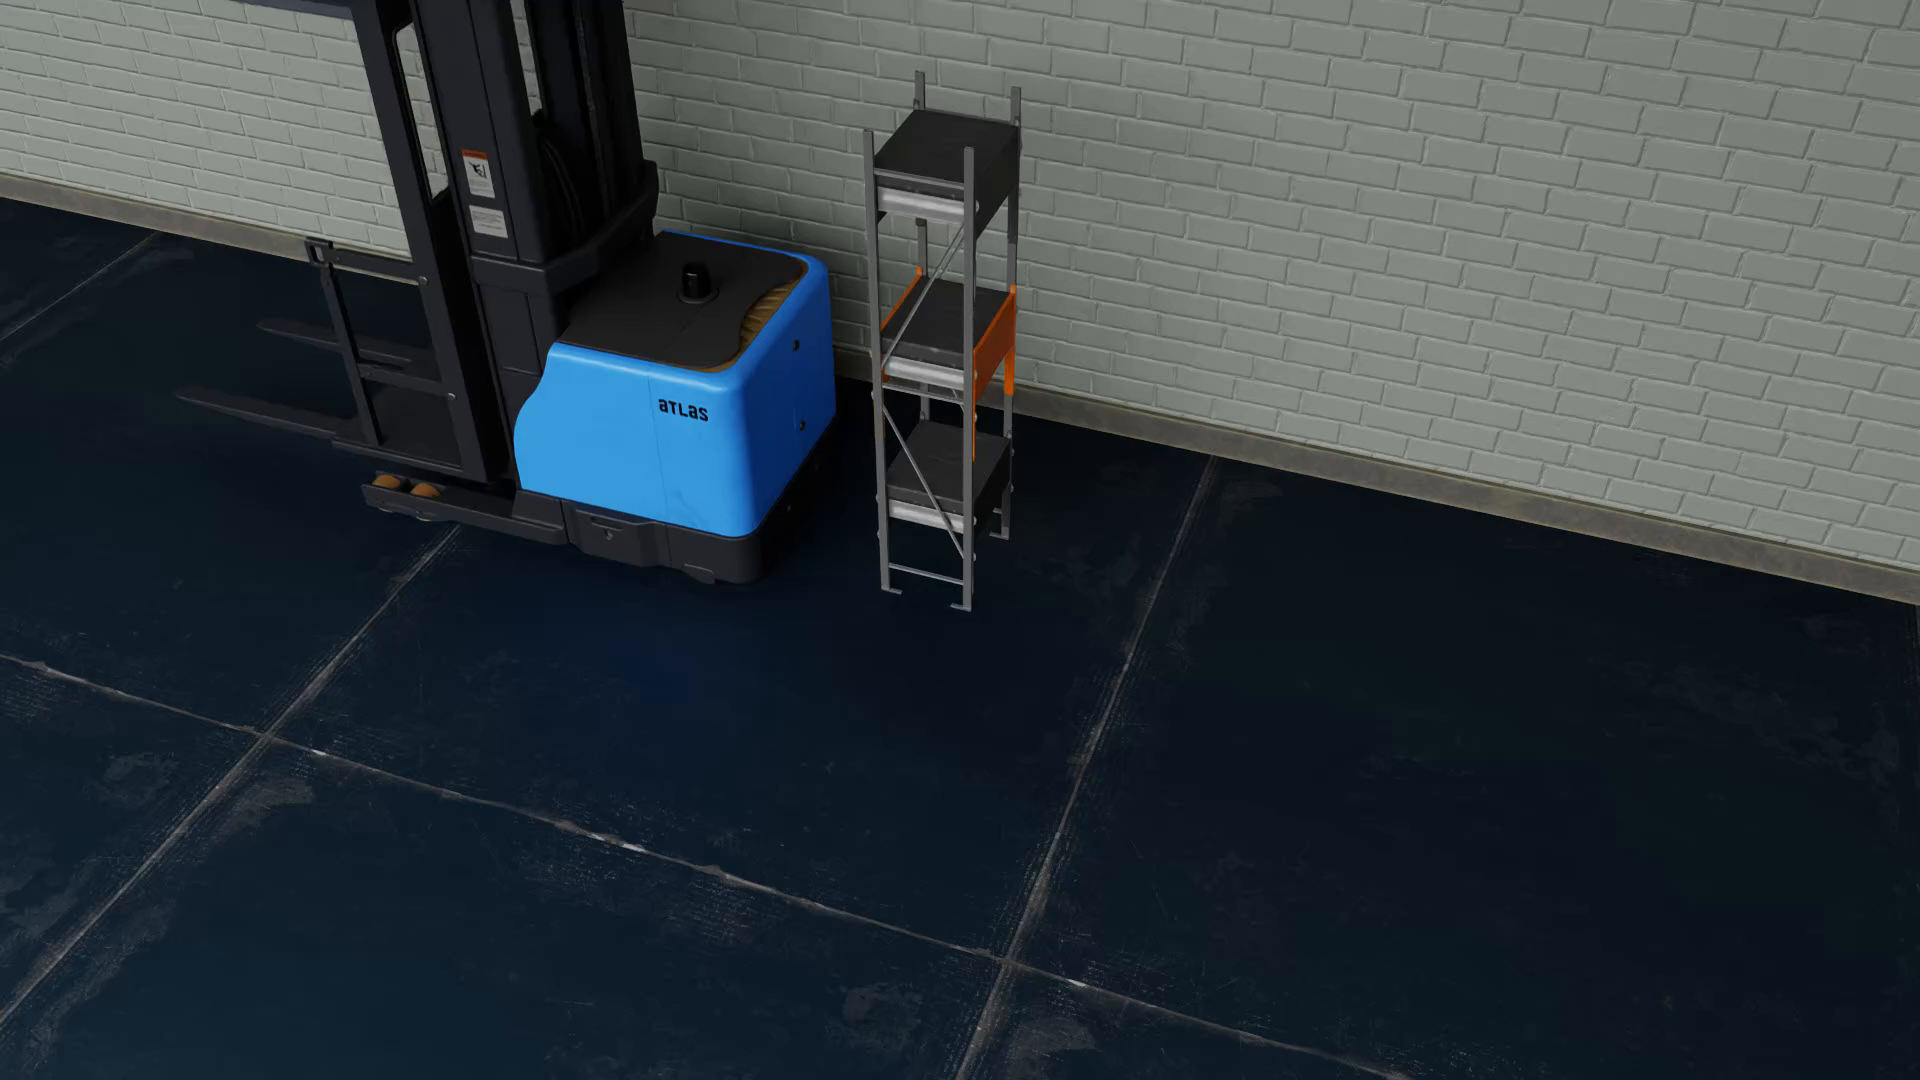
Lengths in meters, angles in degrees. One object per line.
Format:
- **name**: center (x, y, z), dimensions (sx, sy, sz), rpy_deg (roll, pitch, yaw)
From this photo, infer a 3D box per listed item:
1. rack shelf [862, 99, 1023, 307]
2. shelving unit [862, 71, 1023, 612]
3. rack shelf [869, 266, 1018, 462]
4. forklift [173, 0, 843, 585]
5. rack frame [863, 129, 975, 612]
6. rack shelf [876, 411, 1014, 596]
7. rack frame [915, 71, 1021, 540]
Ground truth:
- **rack shelf**: center (-0.057, -1.220, 6.005), dimensions (0.431, 0.518, 0.480), rpy_deg (13, 42, 15)
- **shelving unit**: center (-0.057, -0.698, 6.450), dimensions (0.431, 2.100, 0.503), rpy_deg (13, 42, 15)
- **rack shelf**: center (-0.057, -0.687, 6.459), dimensions (0.431, 0.518, 0.480), rpy_deg (13, 42, 15)
- **forklift**: center (-2.111, -1.506, 6.757), dimensions (3.031, 2.935, 1.130), rpy_deg (13, 42, 15)
- **rack frame**: center (-0.140, -0.549, 6.276), dimensions (0.400, 2.100, 0.015), rpy_deg (13, 42, 15)
- **rack shelf**: center (-0.057, -0.155, 6.913), dimensions (0.431, 0.518, 0.480), rpy_deg (13, 42, 15)
- **rack frame**: center (0.027, -0.847, 6.625), dimensions (0.400, 2.100, 0.015), rpy_deg (13, 42, 15)
